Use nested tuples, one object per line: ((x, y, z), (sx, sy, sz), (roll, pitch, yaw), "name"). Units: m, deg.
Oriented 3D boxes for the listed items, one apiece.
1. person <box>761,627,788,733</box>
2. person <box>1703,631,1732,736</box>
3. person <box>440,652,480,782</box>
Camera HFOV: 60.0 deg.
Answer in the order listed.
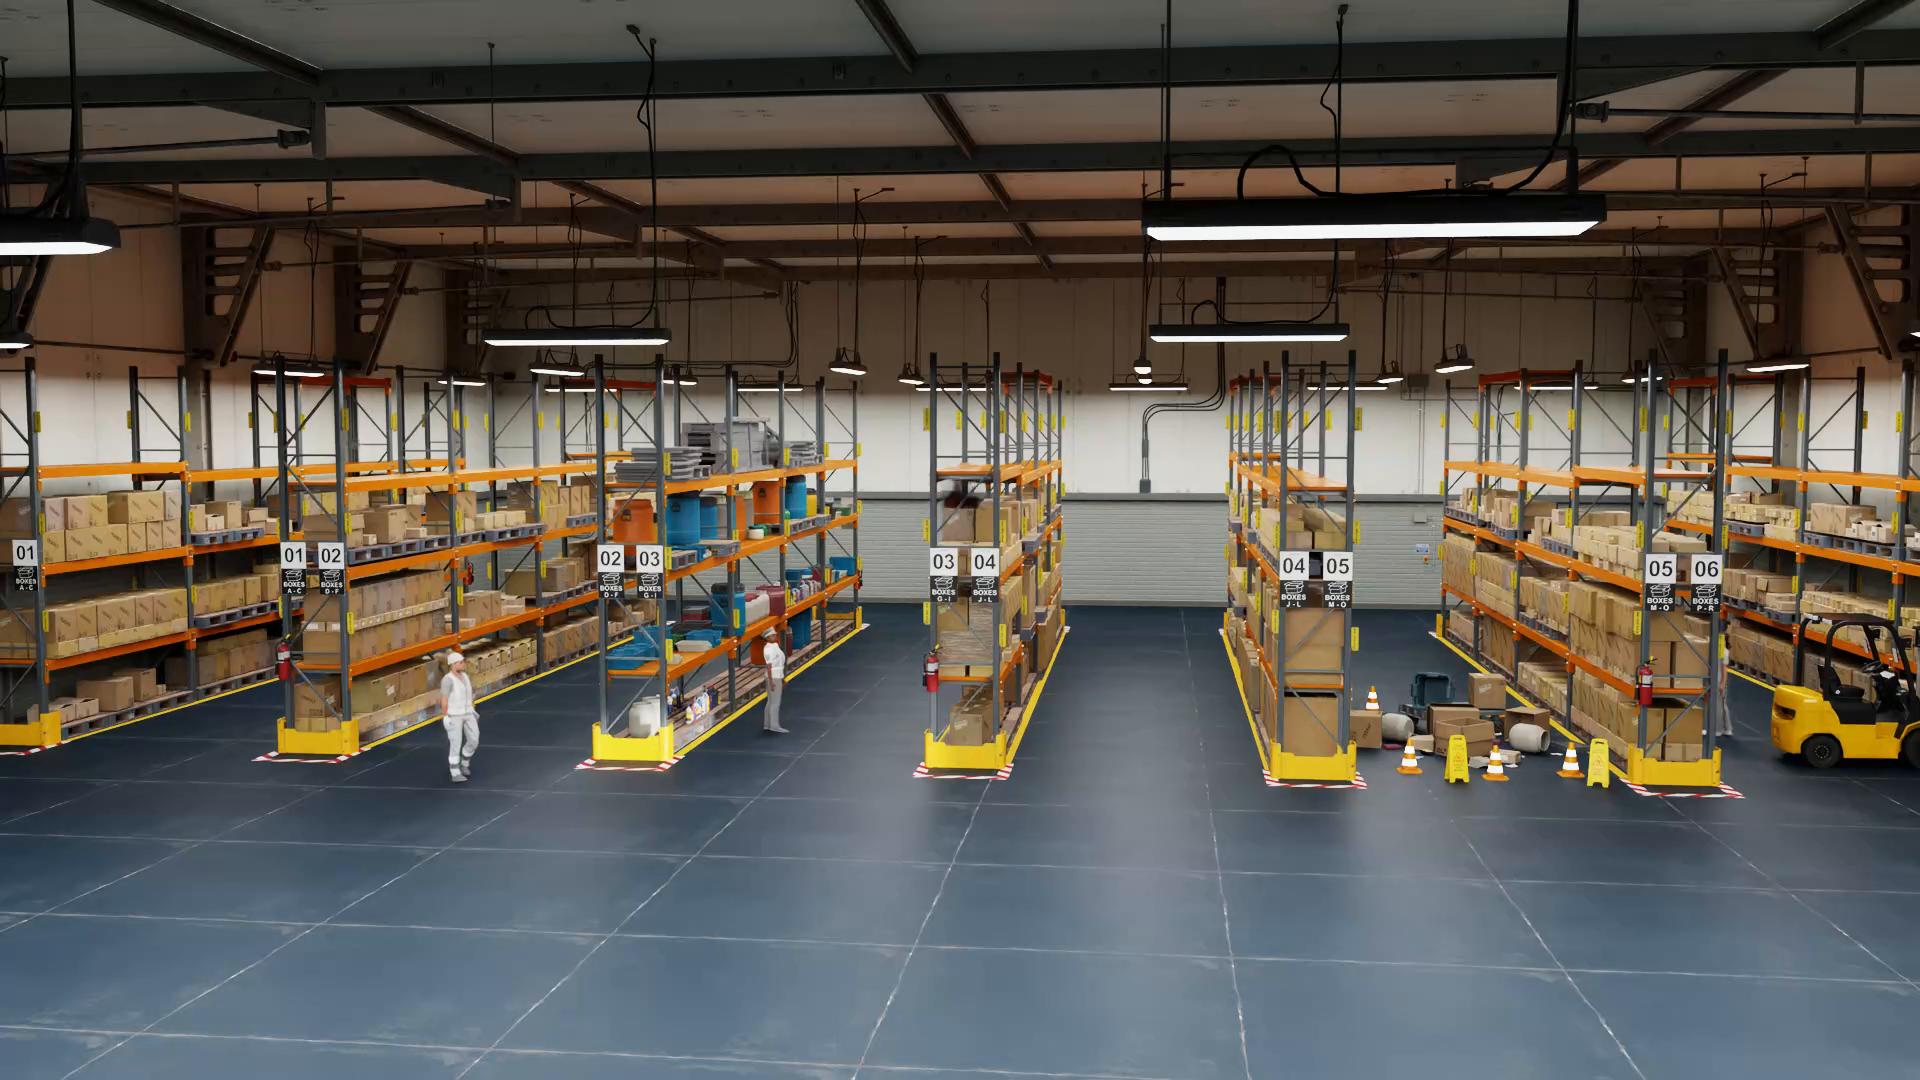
((-3.011, 2.257, 26.976), (0.431, 1.712, 0.490), (-1, 4, -7), "person")
((12.137, 2.293, 26.596), (0.430, 1.673, 0.475), (3, 5, 32), "person")
((-7.025, 2.468, 23.301), (0.483, 1.790, 0.618), (3, 5, 35), "person")
